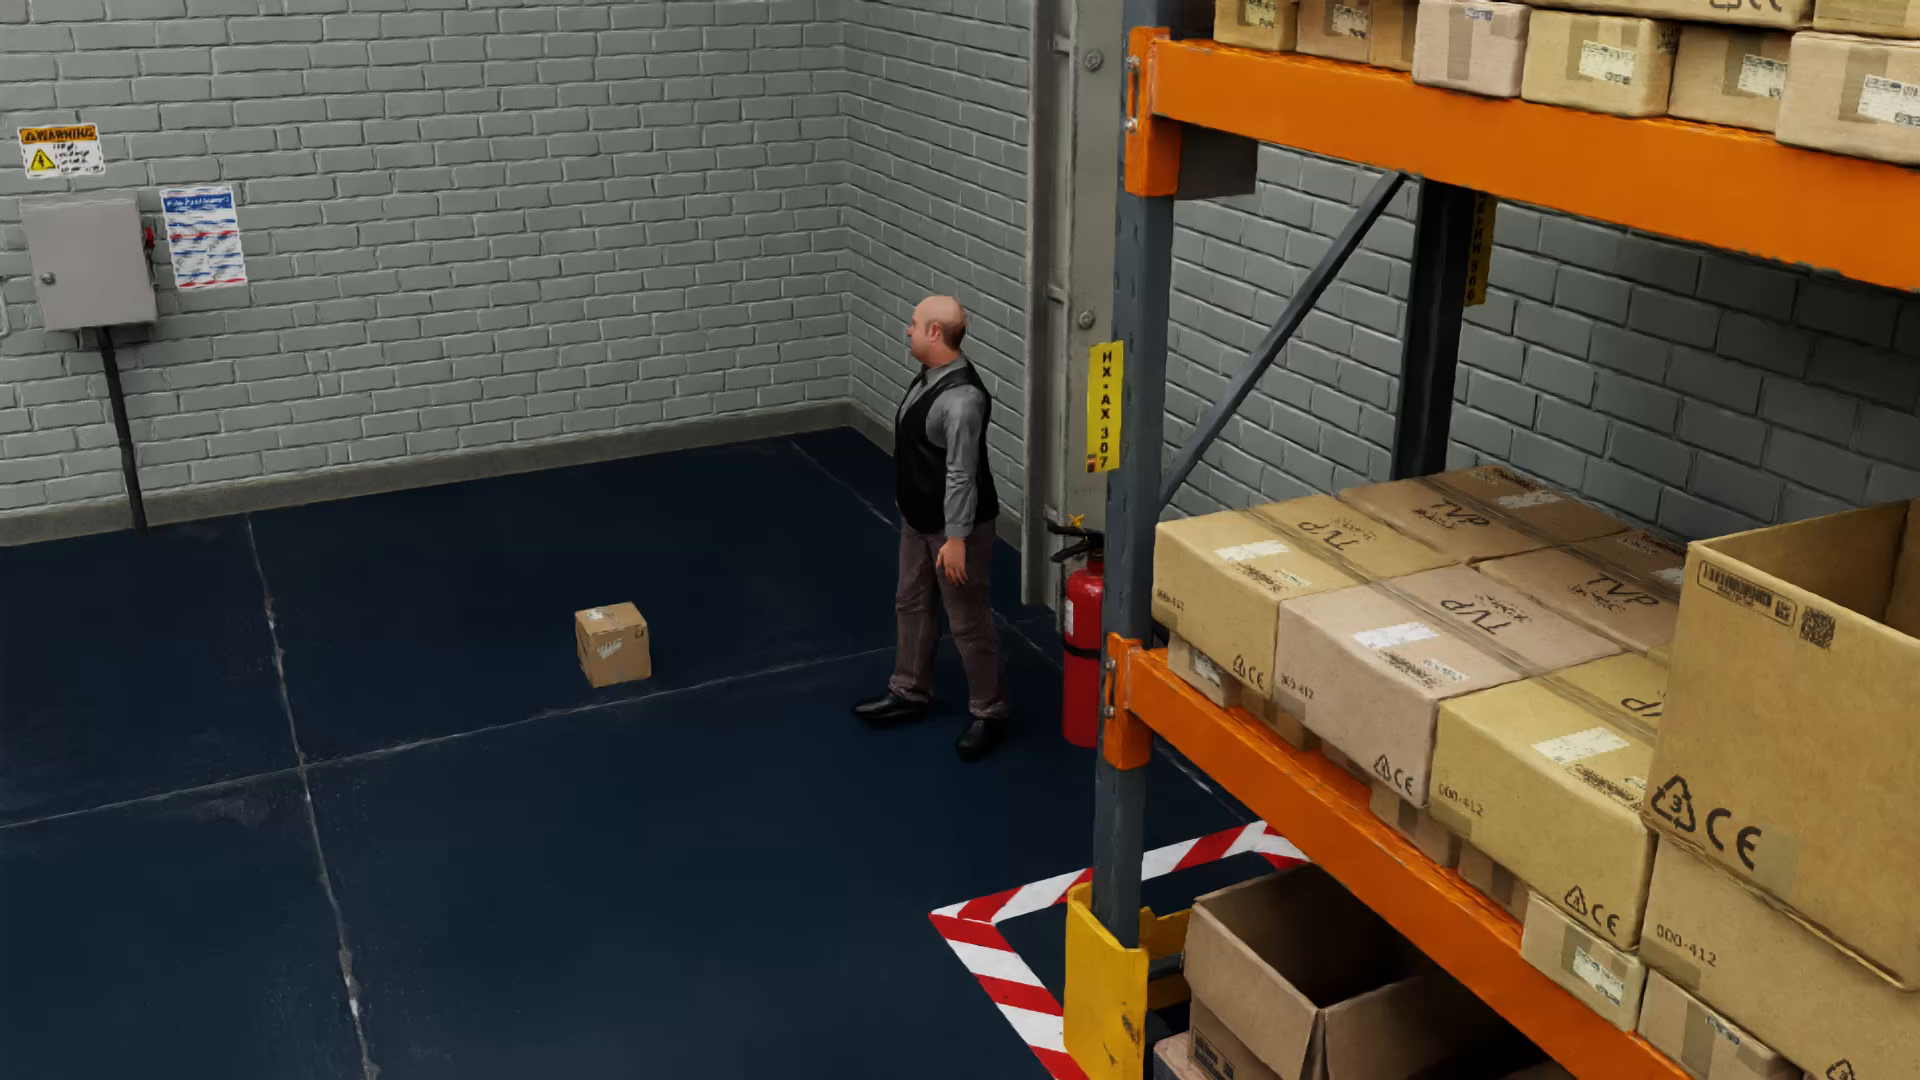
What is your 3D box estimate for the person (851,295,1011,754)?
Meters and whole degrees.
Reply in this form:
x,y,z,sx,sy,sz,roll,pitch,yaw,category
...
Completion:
x,y,z,sx,sy,sz,roll,pitch,yaw,category
-0.119,-0.030,6.249,0.577,1.633,0.650,-7,23,-18,person
